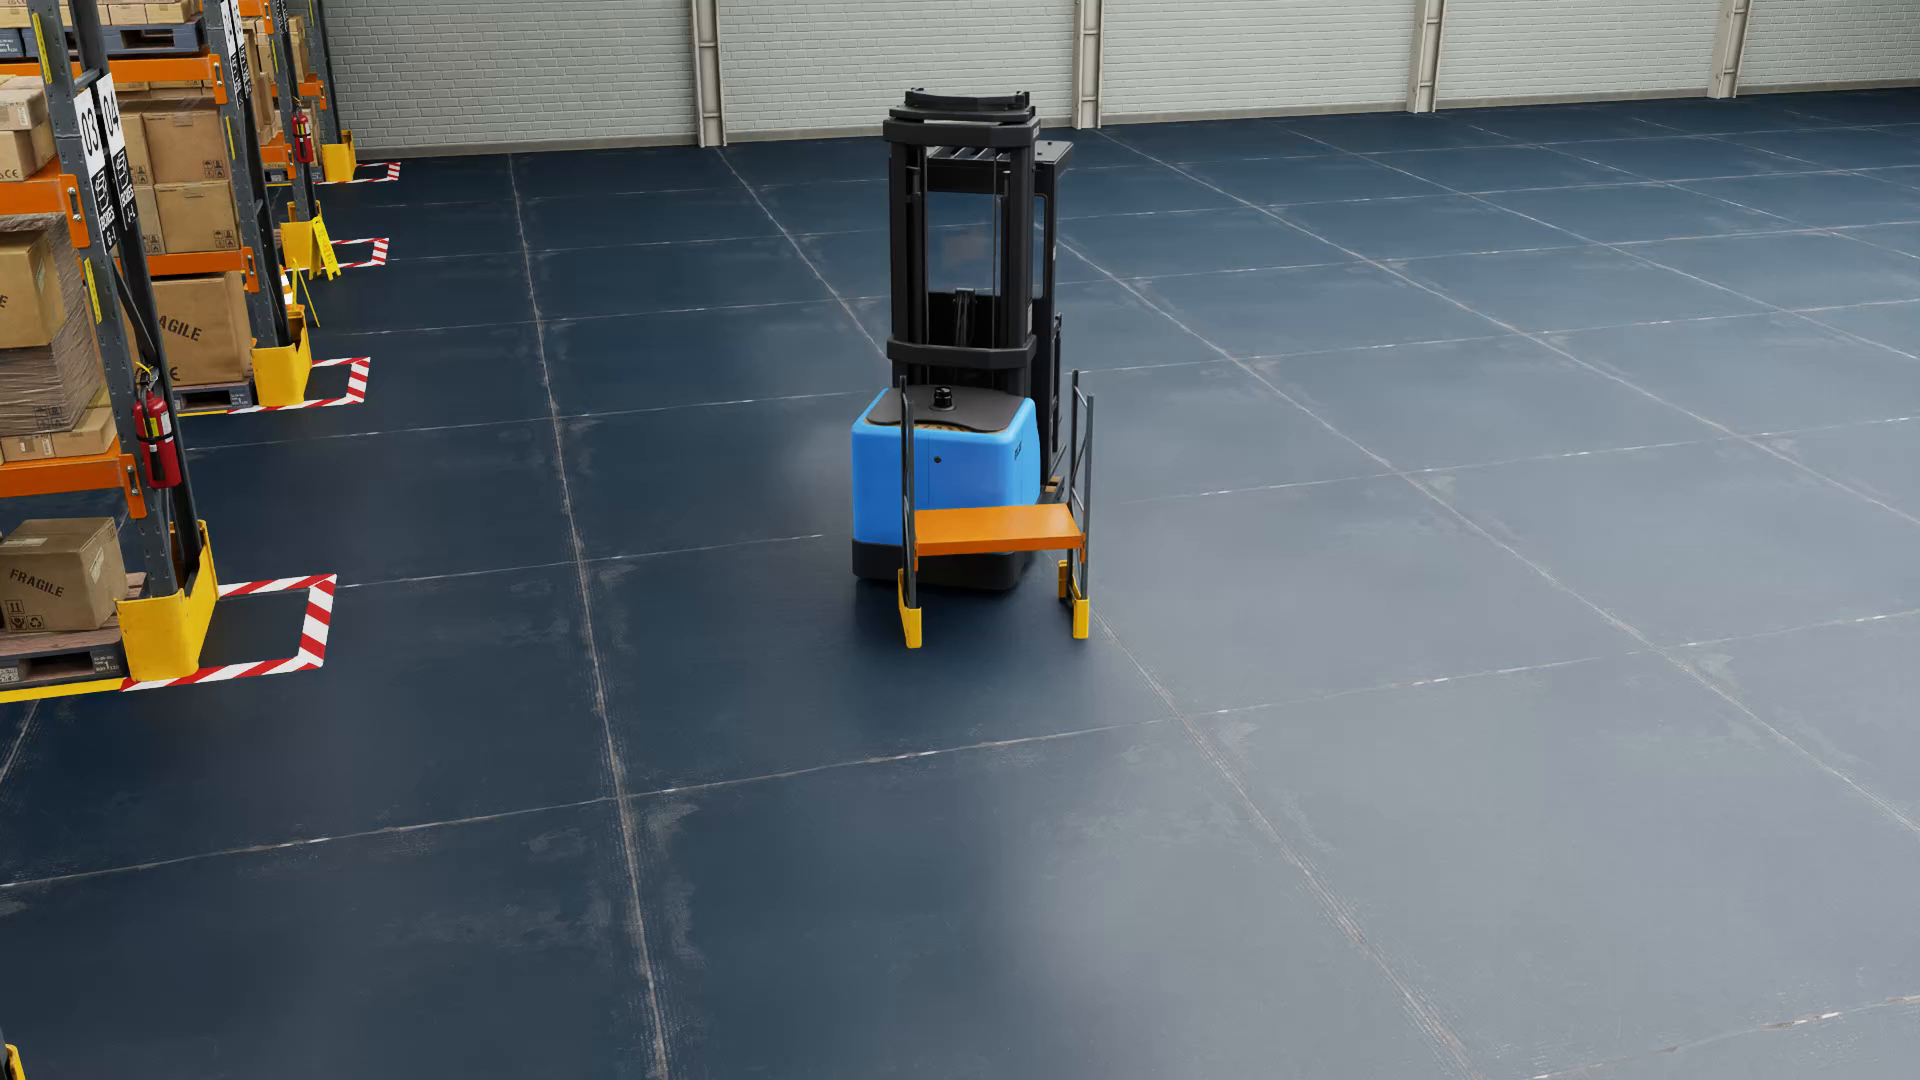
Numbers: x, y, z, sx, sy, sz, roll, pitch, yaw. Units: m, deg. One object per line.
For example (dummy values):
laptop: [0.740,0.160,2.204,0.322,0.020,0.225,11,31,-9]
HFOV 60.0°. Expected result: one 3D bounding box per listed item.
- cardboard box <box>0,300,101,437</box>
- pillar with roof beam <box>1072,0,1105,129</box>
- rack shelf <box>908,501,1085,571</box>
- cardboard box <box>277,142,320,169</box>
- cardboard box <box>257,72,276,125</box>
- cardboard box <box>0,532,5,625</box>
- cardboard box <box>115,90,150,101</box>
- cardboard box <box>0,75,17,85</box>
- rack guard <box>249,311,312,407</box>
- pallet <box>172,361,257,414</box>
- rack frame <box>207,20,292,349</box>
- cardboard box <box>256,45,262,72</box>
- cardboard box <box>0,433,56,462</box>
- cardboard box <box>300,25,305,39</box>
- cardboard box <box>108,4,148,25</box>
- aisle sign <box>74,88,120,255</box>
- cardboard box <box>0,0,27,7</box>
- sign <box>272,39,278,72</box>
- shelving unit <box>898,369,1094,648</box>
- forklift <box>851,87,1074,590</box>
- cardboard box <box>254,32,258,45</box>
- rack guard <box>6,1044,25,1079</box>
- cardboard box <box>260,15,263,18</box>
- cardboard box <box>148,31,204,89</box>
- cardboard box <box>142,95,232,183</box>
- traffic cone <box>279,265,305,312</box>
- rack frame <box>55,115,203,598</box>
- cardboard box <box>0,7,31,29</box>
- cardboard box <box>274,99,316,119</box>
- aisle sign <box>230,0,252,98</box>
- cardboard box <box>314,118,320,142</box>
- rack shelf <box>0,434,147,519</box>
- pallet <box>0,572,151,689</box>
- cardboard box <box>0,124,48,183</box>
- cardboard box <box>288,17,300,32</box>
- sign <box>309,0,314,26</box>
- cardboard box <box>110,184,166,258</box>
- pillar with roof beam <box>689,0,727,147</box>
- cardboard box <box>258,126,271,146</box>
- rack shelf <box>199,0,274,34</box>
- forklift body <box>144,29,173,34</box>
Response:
cardboard box: [-5.132,-0.952,9.161,0.500,0.500,0.875,-6,24,-14]
pillar with roof beam: [3.186,-9.133,21.123,0.400,9.000,9.100,-6,24,-14]
rack shelf: [0.201,-0.028,9.869,1.000,0.185,0.538,-3,23,-7]
cardboard box: [-8.984,-5.224,22.574,0.500,0.250,0.500,-6,24,-14]
cardboard box: [-7.803,-4.818,18.170,0.500,0.500,0.500,-7,24,-15]
cardboard box: [-5.767,0.275,9.443,0.500,0.500,0.500,0,23,0]
cardboard box: [-8.686,-4.497,17.422,0.500,0.500,0.500,-6,24,-15]
cardboard box: [-5.199,-2.378,8.869,0.250,0.149,0.380,-6,24,-13]
rack guard: [-5.815,-1.565,14.264,0.348,0.500,1.175,-6,24,-14]
pallet: [-6.586,-1.315,14.048,1.213,0.211,1.003,-6,24,-14]
rack frame: [-5.838,-2.712,13.765,0.127,3.000,1.000,-6,24,-14]
cardboard box: [-9.521,-6.306,22.016,0.500,0.500,0.500,-6,24,-13]
cardboard box: [-5.055,-0.567,9.086,0.250,0.149,0.380,-6,24,-14]
cardboard box: [-9.013,-6.871,22.509,0.250,0.149,0.380,-7,24,-16]
cardboard box: [-6.309,-4.023,12.677,0.250,0.149,0.380,-6,24,-14]
aisle sign: [-4.455,-1.905,8.589,0.004,0.787,0.394,-6,24,-14]
cardboard box: [-7.199,-4.132,12.426,0.500,0.250,0.500,-6,24,-15]
sign: [-7.142,-5.045,17.334,0.005,0.325,0.100,-6,24,-14]
shelving unit: [0.192,-0.193,9.797,1.083,1.500,0.587,-3,23,-7]
forklift: [0.136,-1.587,11.232,1.130,2.935,3.031,5,24,12]
cardboard box: [-9.379,-6.622,21.930,0.250,0.149,0.380,-6,24,-13]
rack guard: [-3.318,2.237,5.402,0.348,0.500,1.175,-6,24,-14]
cardboard box: [-9.271,-6.986,22.400,0.250,0.149,0.380,-5,24,-13]
cardboard box: [-8.194,-5.034,17.406,0.500,0.500,0.700,-6,24,-14]
cardboard box: [-6.205,-3.252,13.465,0.550,0.550,0.875,-6,24,-14]
traffic cone: [-6.710,-2.494,16.475,0.334,0.463,0.336,-6,24,-14]
rack frame: [-4.595,-0.818,9.352,0.127,3.000,1.000,-6,24,-14]
cardboard box: [-7.047,-3.941,12.486,0.250,0.149,0.380,-7,24,-15]
cardboard box: [-9.130,-5.874,22.822,0.500,0.250,0.500,-7,24,-15]
aisle sign: [-5.850,-4.028,13.536,0.004,0.787,0.394,-6,24,-14]
cardboard box: [-9.125,-5.652,22.939,0.500,0.250,0.500,-6,24,-13]
rack shelf: [-6.521,-0.274,8.997,4.000,0.370,1.077,-6,24,-14]
pallet: [-5.460,0.545,9.712,1.213,0.211,1.003,-6,24,-14]
cardboard box: [-4.991,-1.979,8.445,0.500,0.250,0.500,-6,24,-13]
cardboard box: [-8.904,-6.827,22.030,0.250,0.149,0.380,-6,24,-14]
sign: [-8.483,-6.898,21.753,0.005,0.325,0.100,-6,24,-14]
cardboard box: [-6.706,-2.657,13.448,0.550,0.550,0.875,-6,24,-14]
pillar with roof beam: [-2.591,-8.494,19.633,0.400,9.000,9.100,-6,24,-14]
cardboard box: [-7.574,-4.344,17.888,0.250,0.149,0.380,-5,24,-13]
rack shelf: [-9.198,-5.415,17.174,4.000,0.370,1.077,-6,24,-14]
forklift body: [-9.950,-5.180,20.594,1.214,2.155,2.313,-6,24,-14]
